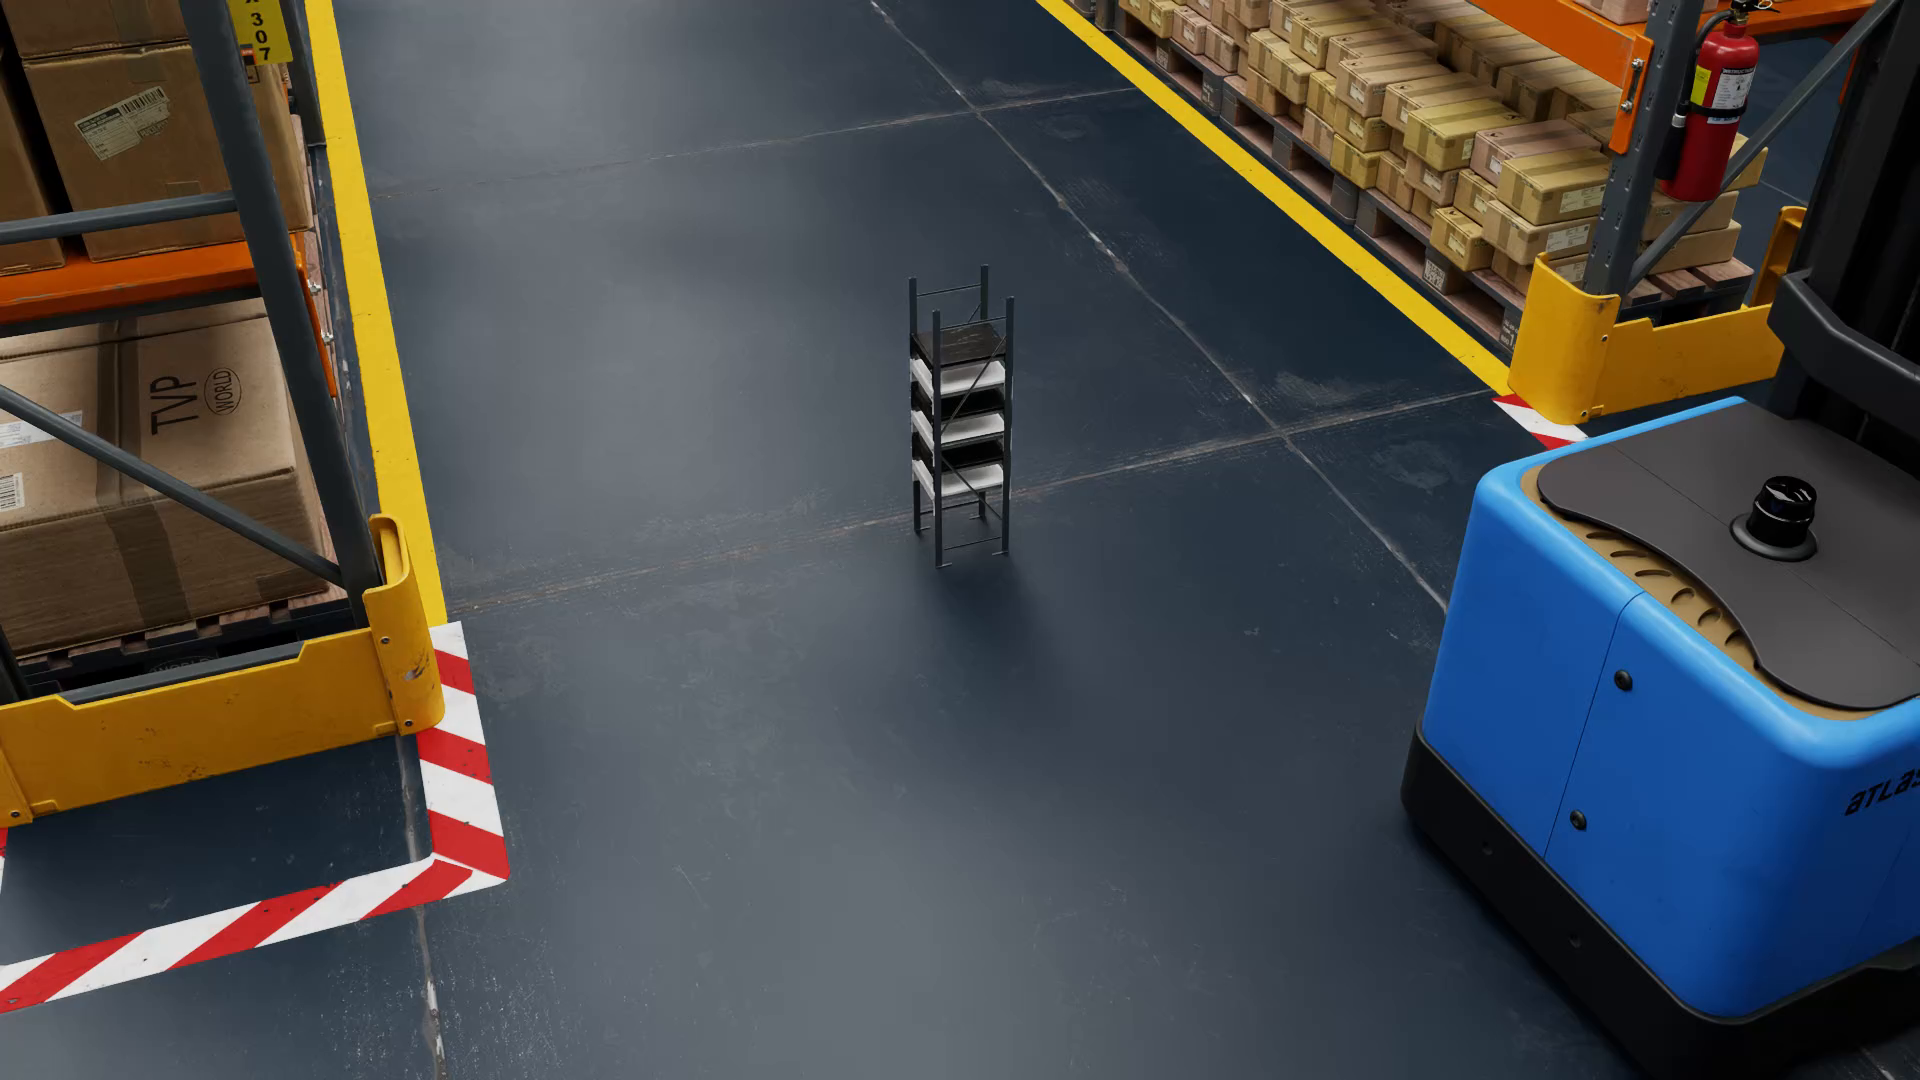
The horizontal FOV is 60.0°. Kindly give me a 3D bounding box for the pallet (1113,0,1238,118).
[{"bbox_3d":[1.475,-2.533,8.438,1.003,0.211,1.213,-12,39,-16],"label":"pallet"}]

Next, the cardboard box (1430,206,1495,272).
[{"bbox_3d":[2.027,-1.167,6.327,0.380,0.149,0.250,-11,38,-15],"label":"cardboard box"}]

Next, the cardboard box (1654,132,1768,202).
[{"bbox_3d":[2.726,-1.392,6.131,0.380,0.149,0.250,-14,39,-18],"label":"cardboard box"}]

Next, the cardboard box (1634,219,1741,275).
[{"bbox_3d":[2.707,-1.151,6.305,0.380,0.149,0.250,-12,39,-15],"label":"cardboard box"}]

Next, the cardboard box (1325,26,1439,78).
[{"bbox_3d":[1.765,-2.018,6.962,0.380,0.149,0.250,-14,39,-17],"label":"cardboard box"}]

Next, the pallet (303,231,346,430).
[{"bbox_3d":[-2.790,-0.687,5.987,1.003,0.211,1.213,-12,39,-16],"label":"pallet"}]

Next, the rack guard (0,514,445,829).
[{"bbox_3d":[-2.017,0.335,4.390,1.175,0.500,0.348,-12,39,-16],"label":"rack guard"}]

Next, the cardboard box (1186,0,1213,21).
[{"bbox_3d":[1.324,-2.641,8.037,0.380,0.149,0.250,-13,39,-16],"label":"cardboard box"}]

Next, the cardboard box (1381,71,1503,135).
[{"bbox_3d":[1.897,-1.706,6.548,0.380,0.149,0.250,-14,39,-18],"label":"cardboard box"}]

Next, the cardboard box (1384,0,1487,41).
[{"bbox_3d":[2.078,-2.254,7.275,0.380,0.149,0.250,-12,39,-16],"label":"cardboard box"}]

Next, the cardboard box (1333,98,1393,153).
[{"bbox_3d":[1.767,-1.729,6.826,0.380,0.149,0.250,-12,39,-15],"label":"cardboard box"}]

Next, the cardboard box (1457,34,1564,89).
[{"bbox_3d":[2.302,-1.974,6.903,0.380,0.149,0.250,-11,38,-14],"label":"cardboard box"}]

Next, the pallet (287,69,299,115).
[{"bbox_3d":[-3.739,-2.244,8.053,1.003,0.211,1.213,-12,39,-16],"label":"pallet"}]

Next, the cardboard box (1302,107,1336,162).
[{"bbox_3d":[1.698,-1.760,7.115,0.380,0.149,0.250,-12,39,-15],"label":"cardboard box"}]

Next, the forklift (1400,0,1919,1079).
[{"bbox_3d":[2.686,-0.575,3.578,3.031,2.935,1.130,-16,40,-20],"label":"forklift"}]

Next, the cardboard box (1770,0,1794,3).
[{"bbox_3d":[2.783,-1.910,5.501,0.380,0.149,0.250,-13,39,-16],"label":"cardboard box"}]

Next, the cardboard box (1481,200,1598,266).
[{"bbox_3d":[2.138,-1.146,6.052,0.380,0.149,0.250,-13,39,-17],"label":"cardboard box"}]

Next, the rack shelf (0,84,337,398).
[{"bbox_3d":[-2.714,-1.520,5.373,1.077,0.370,4.000,-12,39,-16],"label":"rack shelf"}]

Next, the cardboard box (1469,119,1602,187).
[{"bbox_3d":[2.135,-1.426,6.177,0.380,0.149,0.250,-12,39,-15],"label":"cardboard box"}]

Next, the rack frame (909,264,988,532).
[{"bbox_3d":[-0.032,-0.412,5.049,0.240,0.900,0.006,-12,39,-16],"label":"rack frame"}]

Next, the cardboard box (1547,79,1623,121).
[{"bbox_3d":[2.552,-1.692,6.529,0.380,0.149,0.250,-13,39,-16],"label":"cardboard box"}]

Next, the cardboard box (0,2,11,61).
[{"bbox_3d":[-2.415,-1.340,3.621,0.500,0.500,0.500,-11,38,-14],"label":"cardboard box"}]

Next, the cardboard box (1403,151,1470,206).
[{"bbox_3d":[1.957,-1.439,6.441,0.380,0.149,0.250,-14,39,-18],"label":"cardboard box"}]

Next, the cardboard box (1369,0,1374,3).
[{"bbox_3d":[1.991,-2.567,7.690,0.380,0.149,0.250,-14,39,-18],"label":"cardboard box"}]

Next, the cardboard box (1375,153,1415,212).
[{"bbox_3d":[1.919,-1.471,6.730,0.380,0.149,0.250,-12,39,-15],"label":"cardboard box"}]

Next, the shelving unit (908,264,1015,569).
[{"bbox_3d":[0.003,-0.355,4.973,0.258,0.900,0.210,-12,39,-16],"label":"shelving unit"}]

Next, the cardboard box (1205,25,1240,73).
[{"bbox_3d":[1.394,-2.363,7.914,0.380,0.149,0.250,-13,39,-17],"label":"cardboard box"}]

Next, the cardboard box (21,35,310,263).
[{"bbox_3d":[-1.921,-1.048,4.065,0.500,0.500,0.500,-13,39,-16],"label":"cardboard box"}]

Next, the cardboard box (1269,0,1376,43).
[{"bbox_3d":[1.600,-2.308,7.346,0.380,0.149,0.250,-14,39,-18],"label":"cardboard box"}]

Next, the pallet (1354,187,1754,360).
[{"bbox_3d":[2.315,-1.155,6.608,1.003,0.211,1.213,-12,39,-16],"label":"pallet"}]

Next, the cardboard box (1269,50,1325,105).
[{"bbox_3d":[1.575,-2.028,7.222,0.380,0.149,0.250,-12,39,-15],"label":"cardboard box"}]

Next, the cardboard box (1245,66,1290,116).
[{"bbox_3d":[1.519,-2.051,7.501,0.380,0.149,0.250,-13,39,-17],"label":"cardboard box"}]

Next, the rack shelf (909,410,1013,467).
[{"bbox_3d":[0.003,-0.328,4.993,0.258,0.077,0.200,-12,39,-16],"label":"rack shelf"}]

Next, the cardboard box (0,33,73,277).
[{"bbox_3d":[-2.440,-0.935,3.915,0.500,0.500,0.500,-12,39,-16],"label":"cardboard box"}]

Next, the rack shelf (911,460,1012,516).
[{"bbox_3d":[0.003,-0.184,5.102,0.258,0.077,0.200,-12,39,-16],"label":"rack shelf"}]

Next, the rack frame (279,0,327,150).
[{"bbox_3d":[-3.402,-2.937,6.656,1.000,3.000,0.127,-12,39,-16],"label":"rack frame"}]

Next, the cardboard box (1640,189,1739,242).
[{"bbox_3d":[2.648,-1.256,6.198,0.380,0.149,0.250,-11,38,-14],"label":"cardboard box"}]

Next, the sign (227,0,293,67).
[{"bbox_3d":[-1.503,-1.166,3.520,0.100,0.325,0.005,-12,39,-16],"label":"sign"}]

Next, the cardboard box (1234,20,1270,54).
[{"bbox_3d":[1.487,-2.328,7.621,0.380,0.149,0.250,-11,38,-14],"label":"cardboard box"}]

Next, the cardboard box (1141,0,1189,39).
[{"bbox_3d":[1.126,-2.626,8.263,0.380,0.149,0.250,-11,38,-15],"label":"cardboard box"}]

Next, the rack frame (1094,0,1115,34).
[{"bbox_3d":[1.211,-4.019,8.093,1.000,3.000,0.127,-12,39,-16],"label":"rack frame"}]

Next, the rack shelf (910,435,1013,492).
[{"bbox_3d":[0.003,-0.256,5.047,0.258,0.077,0.200,-12,39,-16],"label":"rack shelf"}]

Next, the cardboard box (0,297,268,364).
[{"bbox_3d":[-2.670,-0.689,5.452,0.875,0.438,0.875,-11,38,-15],"label":"cardboard box"}]
